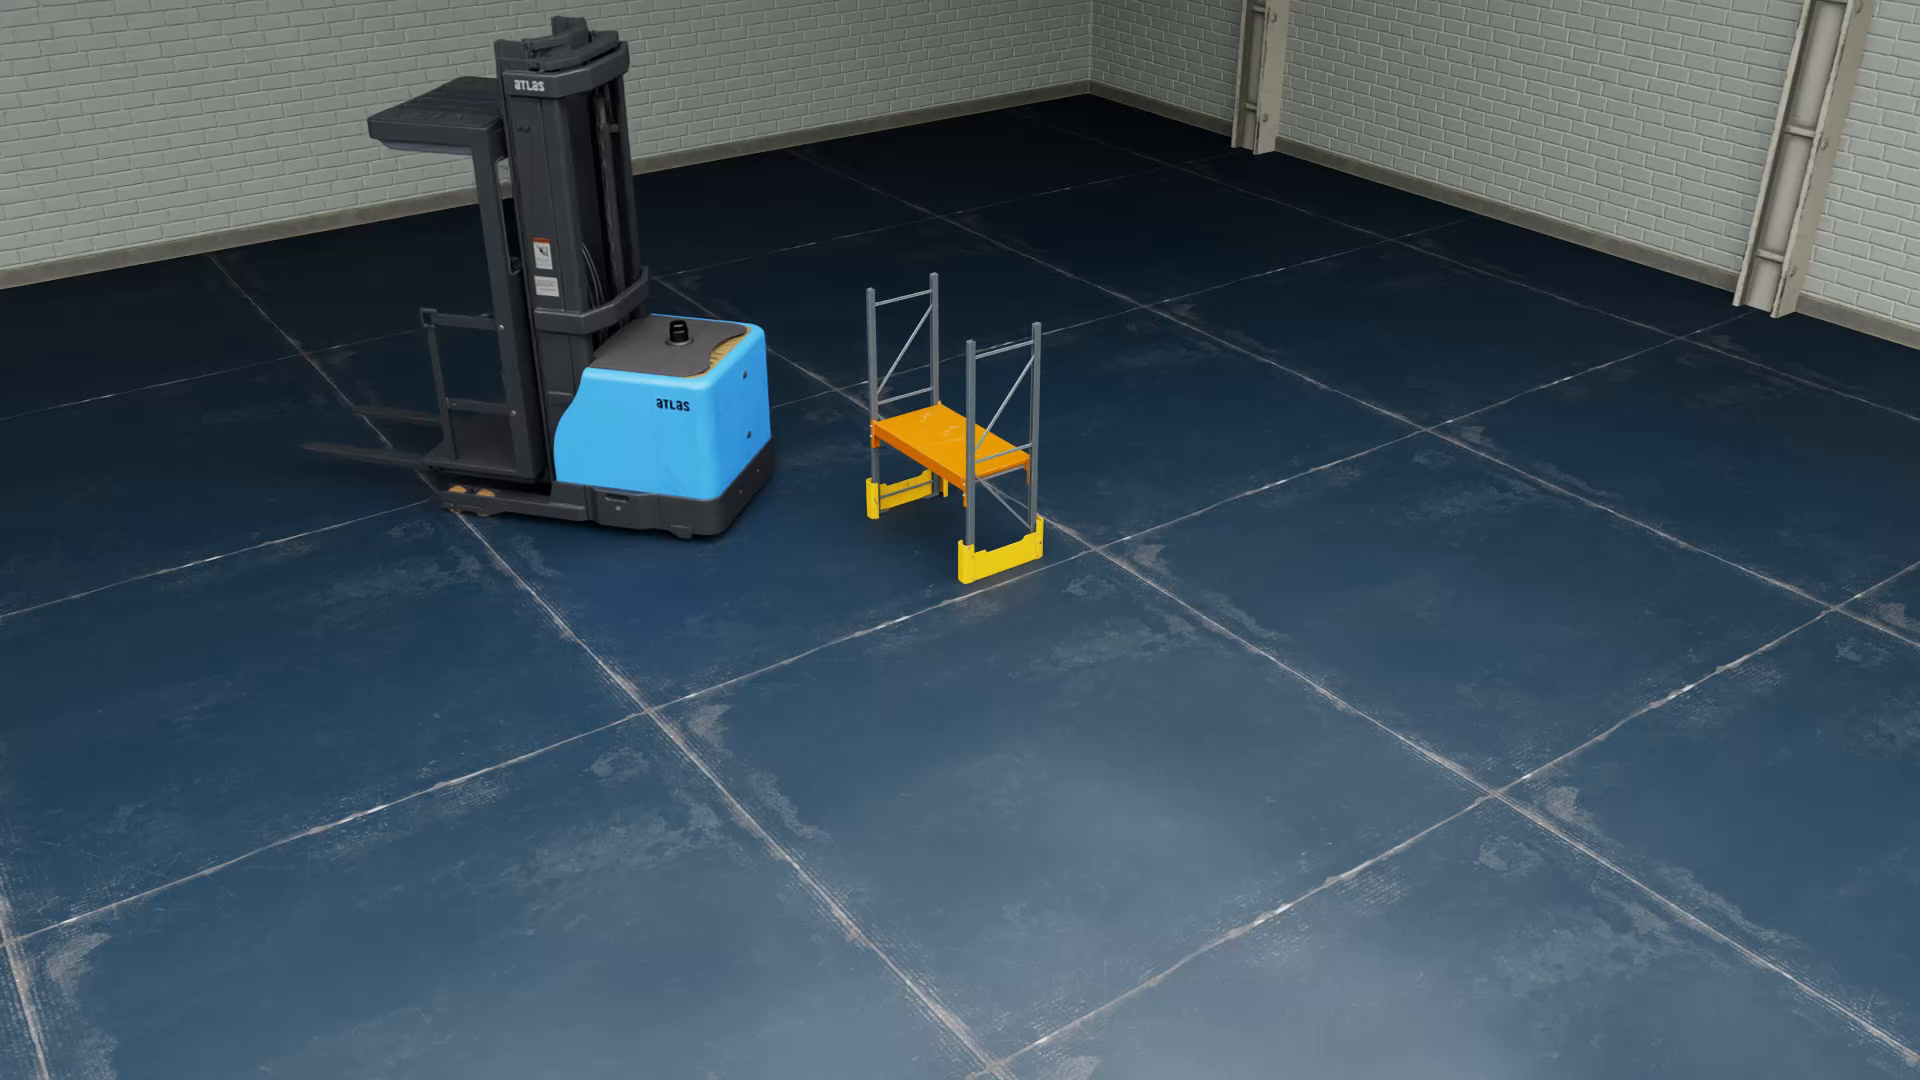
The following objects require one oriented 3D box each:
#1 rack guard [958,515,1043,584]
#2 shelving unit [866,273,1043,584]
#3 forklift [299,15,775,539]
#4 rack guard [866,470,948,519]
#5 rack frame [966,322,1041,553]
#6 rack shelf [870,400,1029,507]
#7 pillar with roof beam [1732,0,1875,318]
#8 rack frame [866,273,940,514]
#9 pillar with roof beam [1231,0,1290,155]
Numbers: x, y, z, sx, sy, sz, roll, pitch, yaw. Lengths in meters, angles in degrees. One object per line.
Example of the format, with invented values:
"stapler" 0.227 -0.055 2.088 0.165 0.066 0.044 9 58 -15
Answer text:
"rack guard" 0.245 0.054 9.888 0.587 0.250 0.087 -19 34 -31
"shelving unit" -0.044 -0.689 9.947 0.587 1.500 1.083 -19 34 -31
"forklift" -2.793 -1.671 10.255 3.031 2.935 1.130 7 29 13
"rack guard" -0.333 -0.333 10.601 0.587 0.250 0.087 -19 34 -31
"rack frame" 0.245 -0.495 9.589 0.500 1.500 0.032 -19 34 -31
"rack shelf" -0.049 -0.534 10.039 0.538 0.185 1.000 -19 34 -31
"pillar with roof beam" 3.170 -4.694 9.463 9.100 9.000 0.400 -19 34 -31
"rack frame" -0.344 -0.890 10.317 0.500 1.500 0.032 -19 34 -31
"pillar with roof beam" -0.311 -7.026 13.758 9.100 9.000 0.400 -19 34 -31
